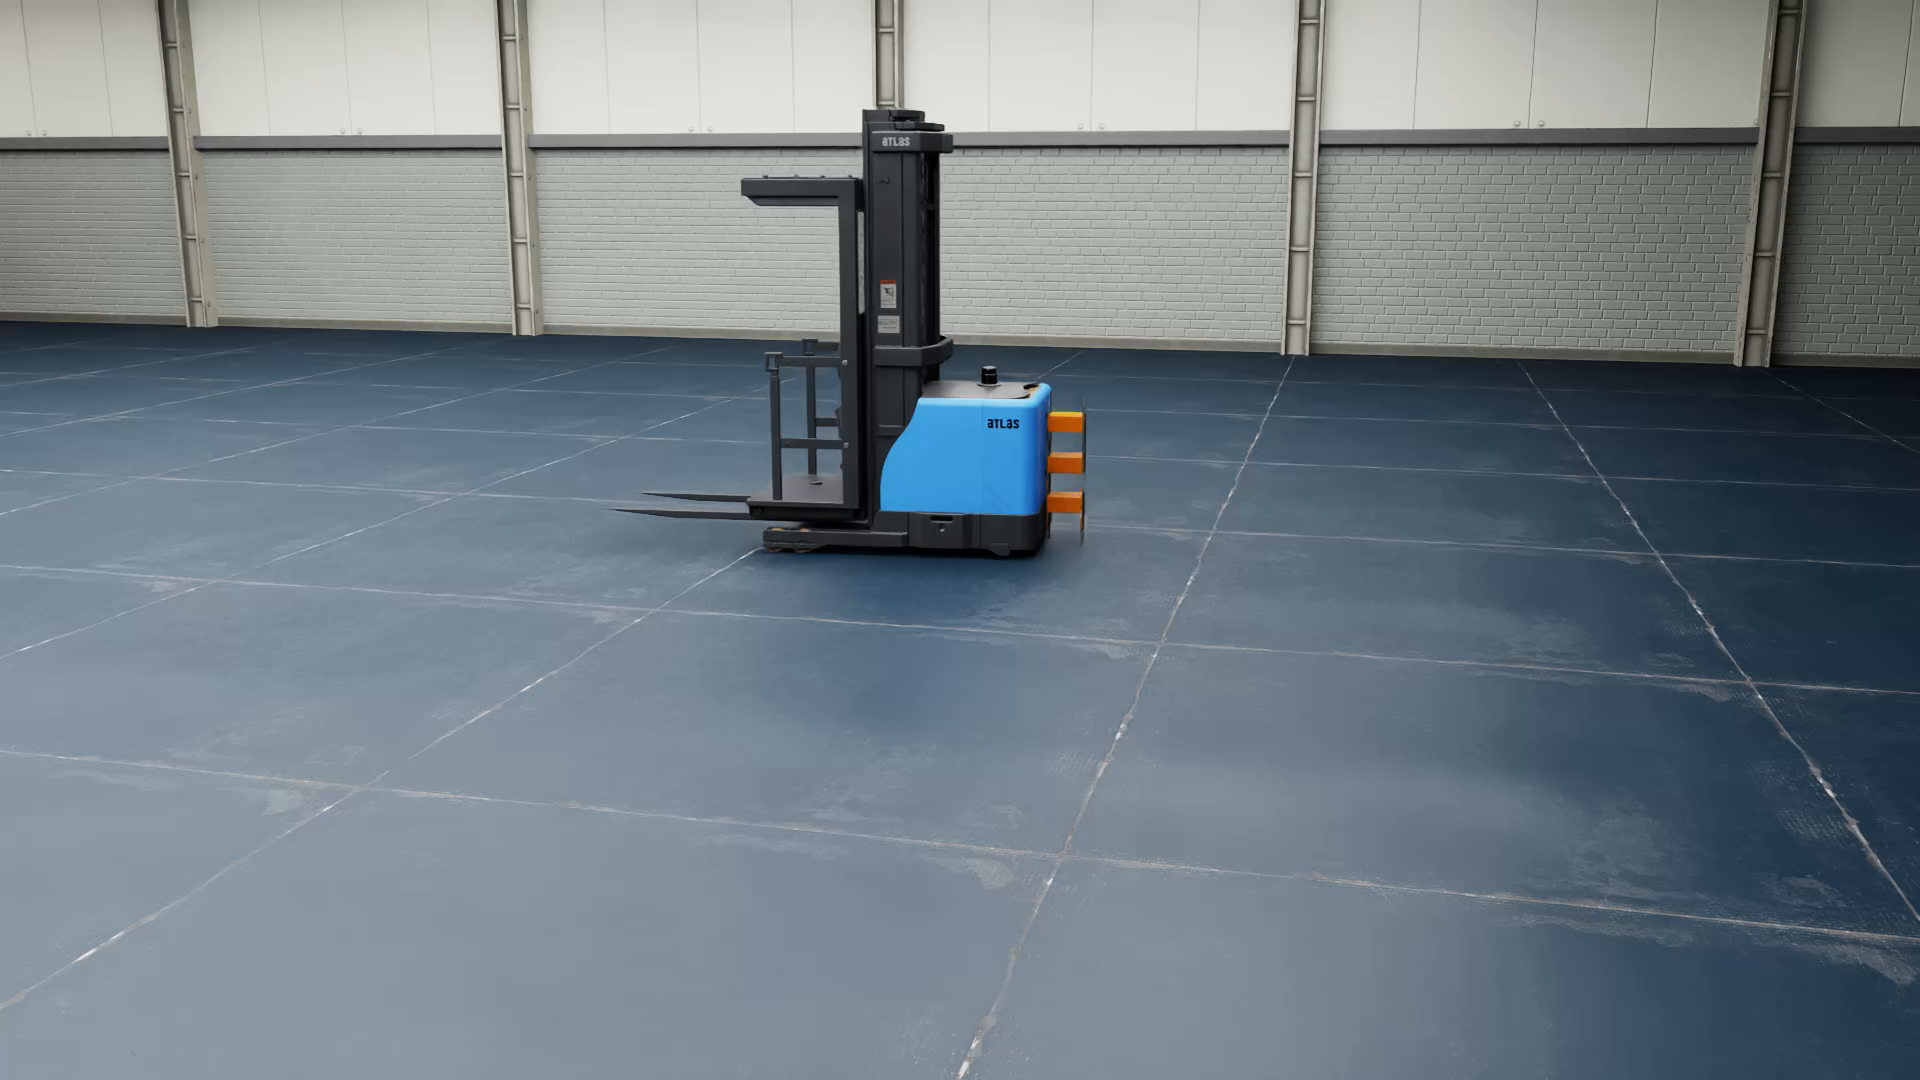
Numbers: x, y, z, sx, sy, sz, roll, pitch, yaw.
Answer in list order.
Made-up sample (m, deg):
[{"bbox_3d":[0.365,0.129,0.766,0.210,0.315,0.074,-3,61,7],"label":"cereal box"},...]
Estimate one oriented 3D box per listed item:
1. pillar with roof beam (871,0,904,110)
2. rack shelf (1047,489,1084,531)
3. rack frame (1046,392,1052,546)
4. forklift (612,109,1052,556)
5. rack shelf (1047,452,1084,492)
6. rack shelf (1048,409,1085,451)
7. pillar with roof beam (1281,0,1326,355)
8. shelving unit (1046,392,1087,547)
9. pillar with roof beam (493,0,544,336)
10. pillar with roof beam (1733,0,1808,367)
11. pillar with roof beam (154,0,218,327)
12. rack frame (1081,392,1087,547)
[{"bbox_3d":[-2.079,-6.451,20.036,0.400,9.000,9.100,3,13,14],"label":"pillar with roof beam"},{"bbox_3d":[0.735,-0.208,11.580,0.240,0.259,0.215,2,13,9],"label":"rack shelf"},{"bbox_3d":[0.615,-0.494,11.537,0.008,1.050,0.200,2,13,9],"label":"rack frame"},{"bbox_3d":[-0.902,-1.451,11.506,3.031,2.935,1.130,2,13,9],"label":"forklift"},{"bbox_3d":[0.735,-0.480,11.520,0.240,0.259,0.215,2,13,9],"label":"rack shelf"},{"bbox_3d":[0.735,-0.757,11.459,0.240,0.259,0.215,2,13,9],"label":"rack shelf"},{"bbox_3d":[3.746,-6.140,18.633,0.400,9.000,9.100,3,13,14],"label":"pillar with roof beam"},{"bbox_3d":[0.735,-0.490,11.518,0.252,1.050,0.215,2,13,9],"label":"shelving unit"},{"bbox_3d":[-7.905,-6.763,21.440,0.400,9.000,9.100,3,13,14],"label":"pillar with roof beam"},{"bbox_3d":[9.571,-5.829,17.230,0.400,9.000,9.100,3,13,14],"label":"pillar with roof beam"},{"bbox_3d":[-13.730,-7.074,22.843,0.400,9.000,9.100,3,13,14],"label":"pillar with roof beam"},{"bbox_3d":[0.856,-0.486,11.499,0.008,1.050,0.200,2,13,9],"label":"rack frame"}]
